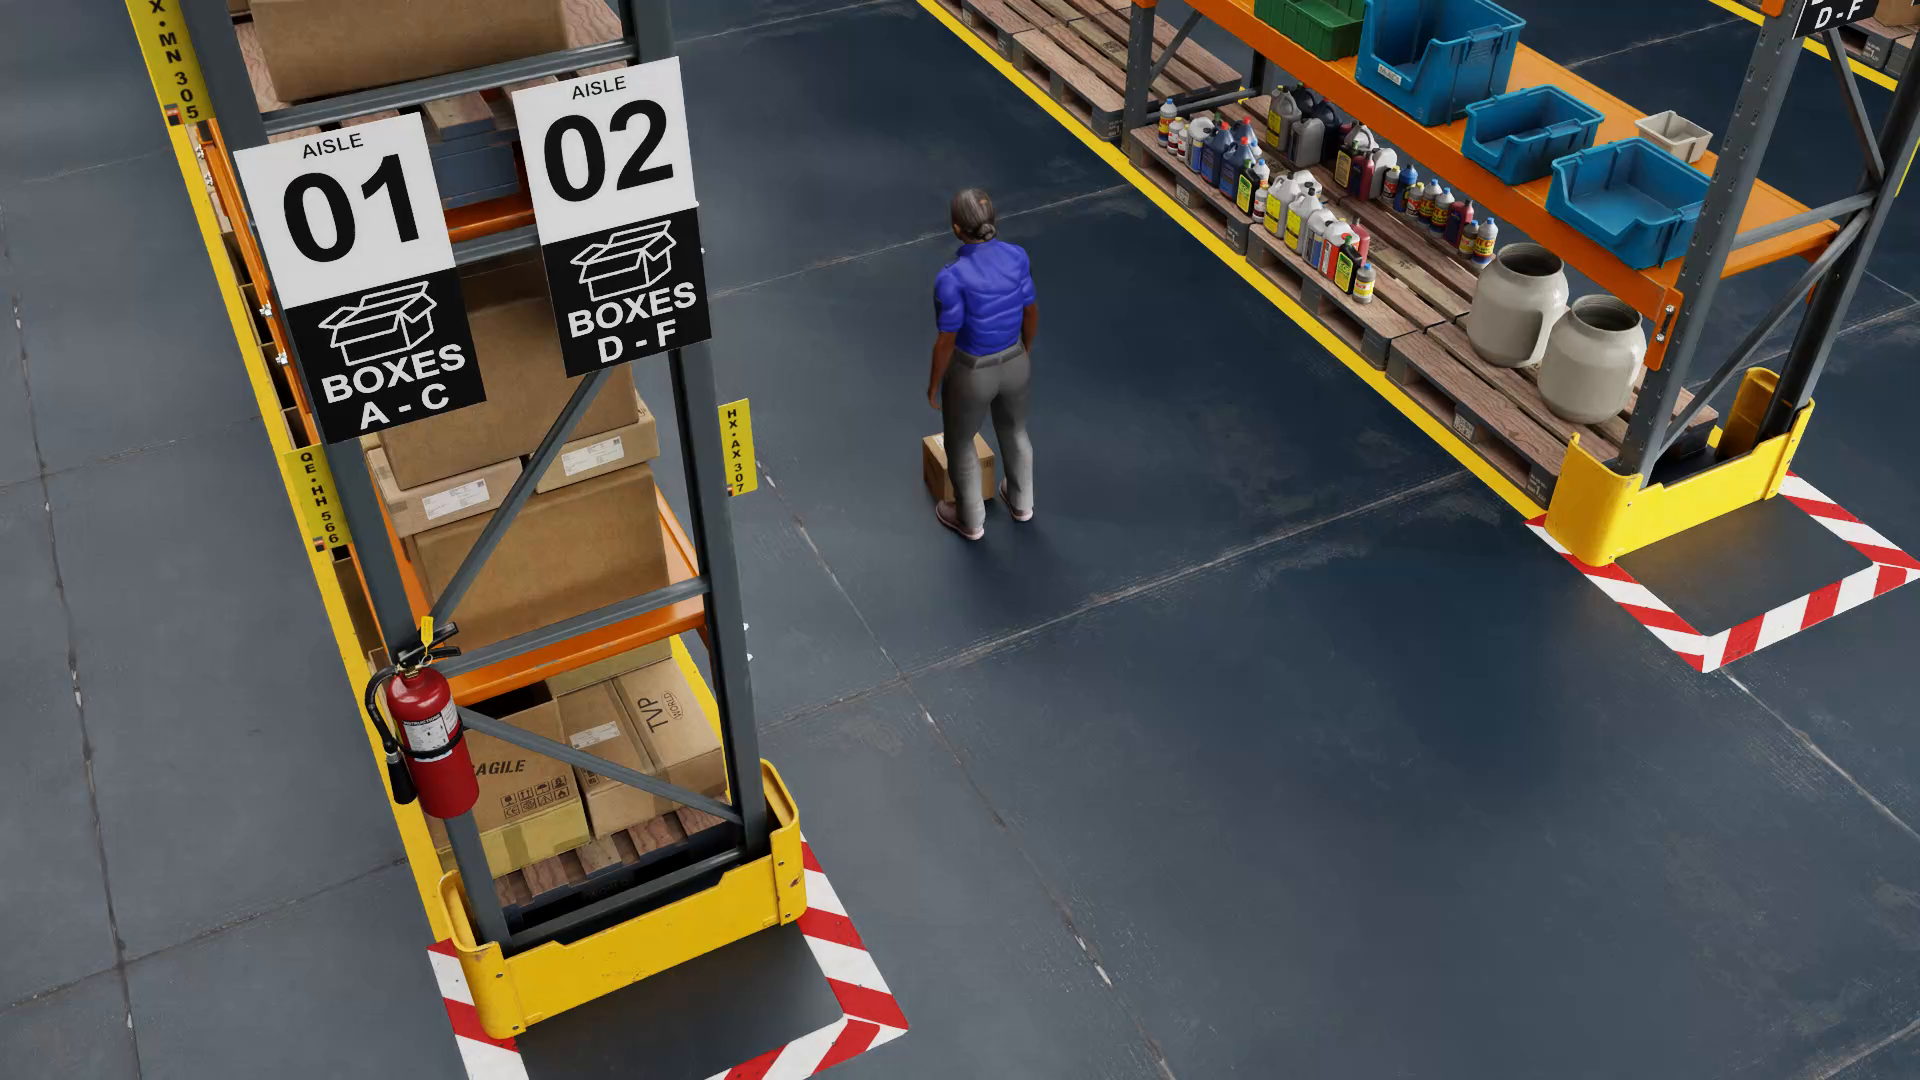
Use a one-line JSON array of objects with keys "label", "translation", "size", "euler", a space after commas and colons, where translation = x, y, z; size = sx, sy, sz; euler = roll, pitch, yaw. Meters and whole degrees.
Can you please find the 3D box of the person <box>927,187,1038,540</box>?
[{"label": "person", "translation": [0.105, -0.719, 6.974], "size": [0.532, 1.656, 0.346], "euler": [-21, 46, -22]}]
